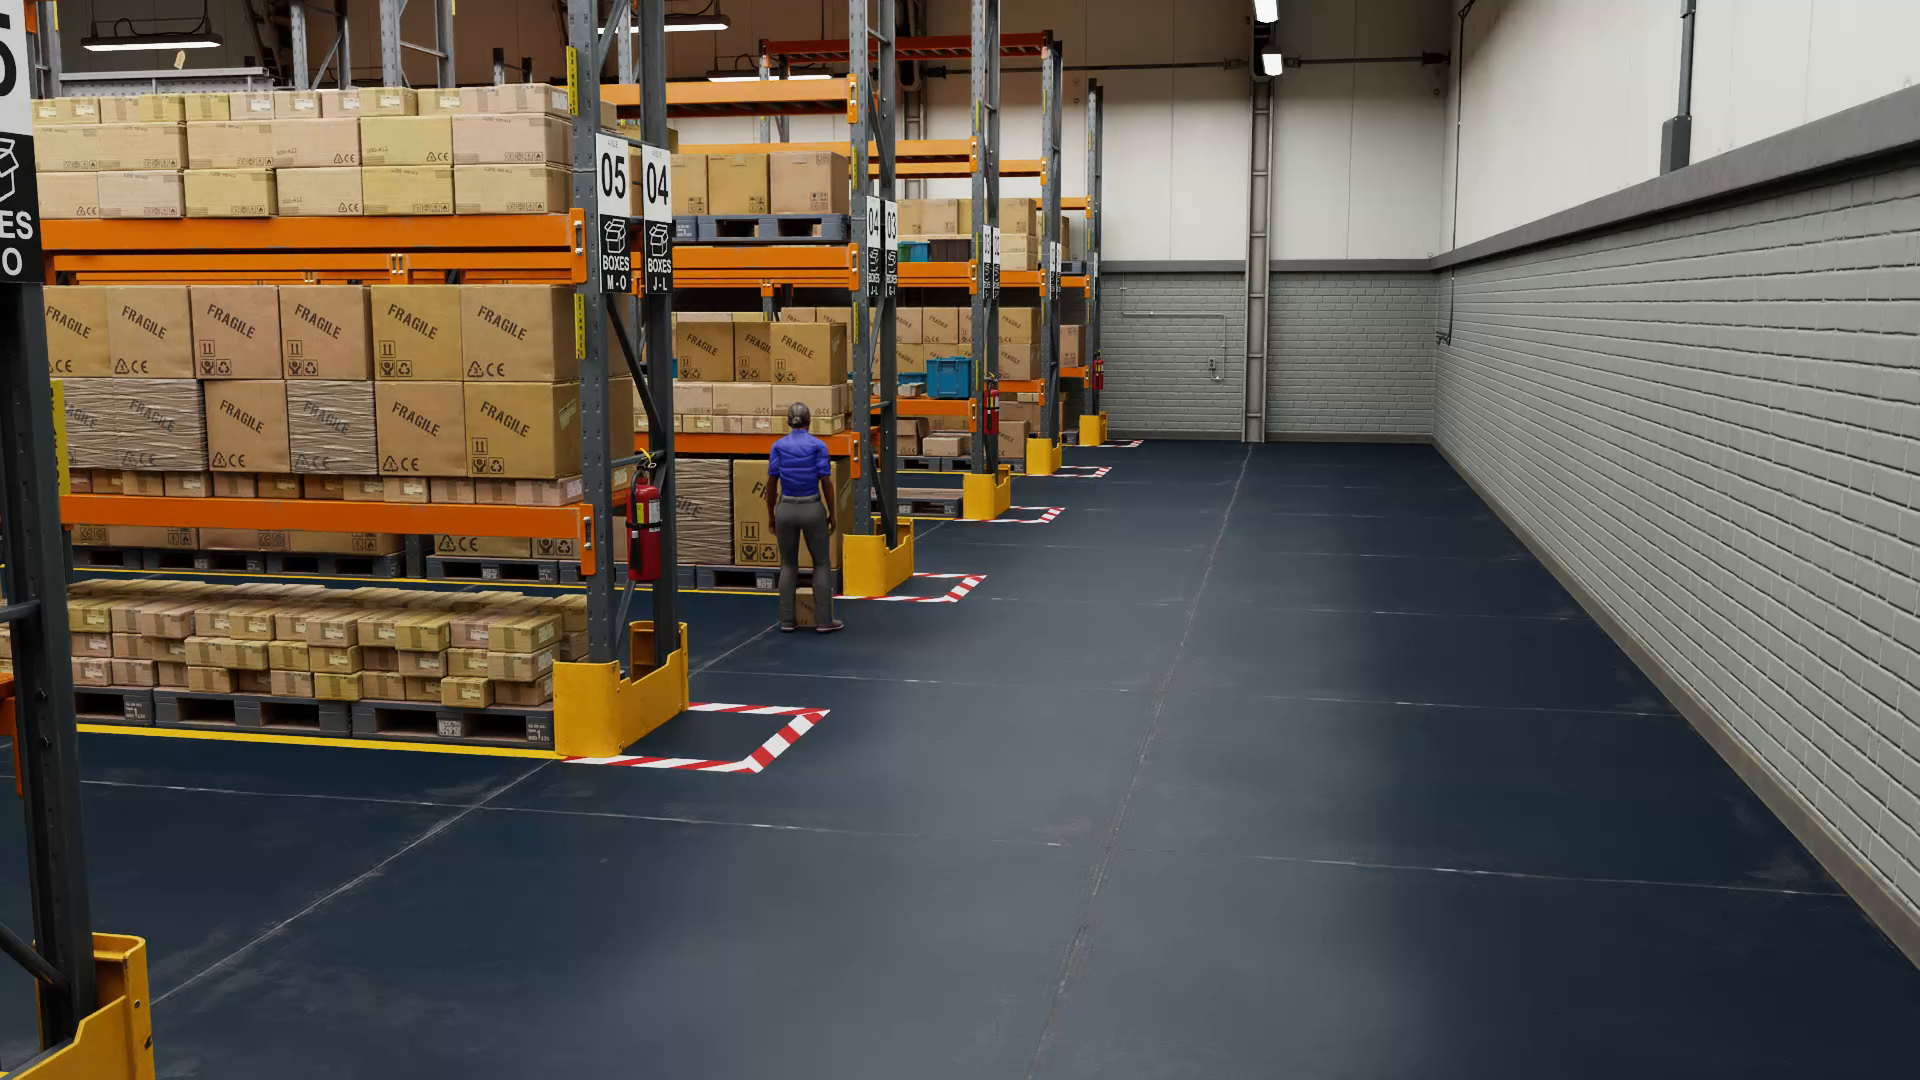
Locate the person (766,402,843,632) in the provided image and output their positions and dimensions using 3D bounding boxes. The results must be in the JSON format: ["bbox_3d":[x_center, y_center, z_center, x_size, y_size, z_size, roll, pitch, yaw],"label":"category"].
[{"bbox_3d":[-1.130,-0.163,11.989,0.532,1.655,0.349,1,8,8],"label":"person"}]
